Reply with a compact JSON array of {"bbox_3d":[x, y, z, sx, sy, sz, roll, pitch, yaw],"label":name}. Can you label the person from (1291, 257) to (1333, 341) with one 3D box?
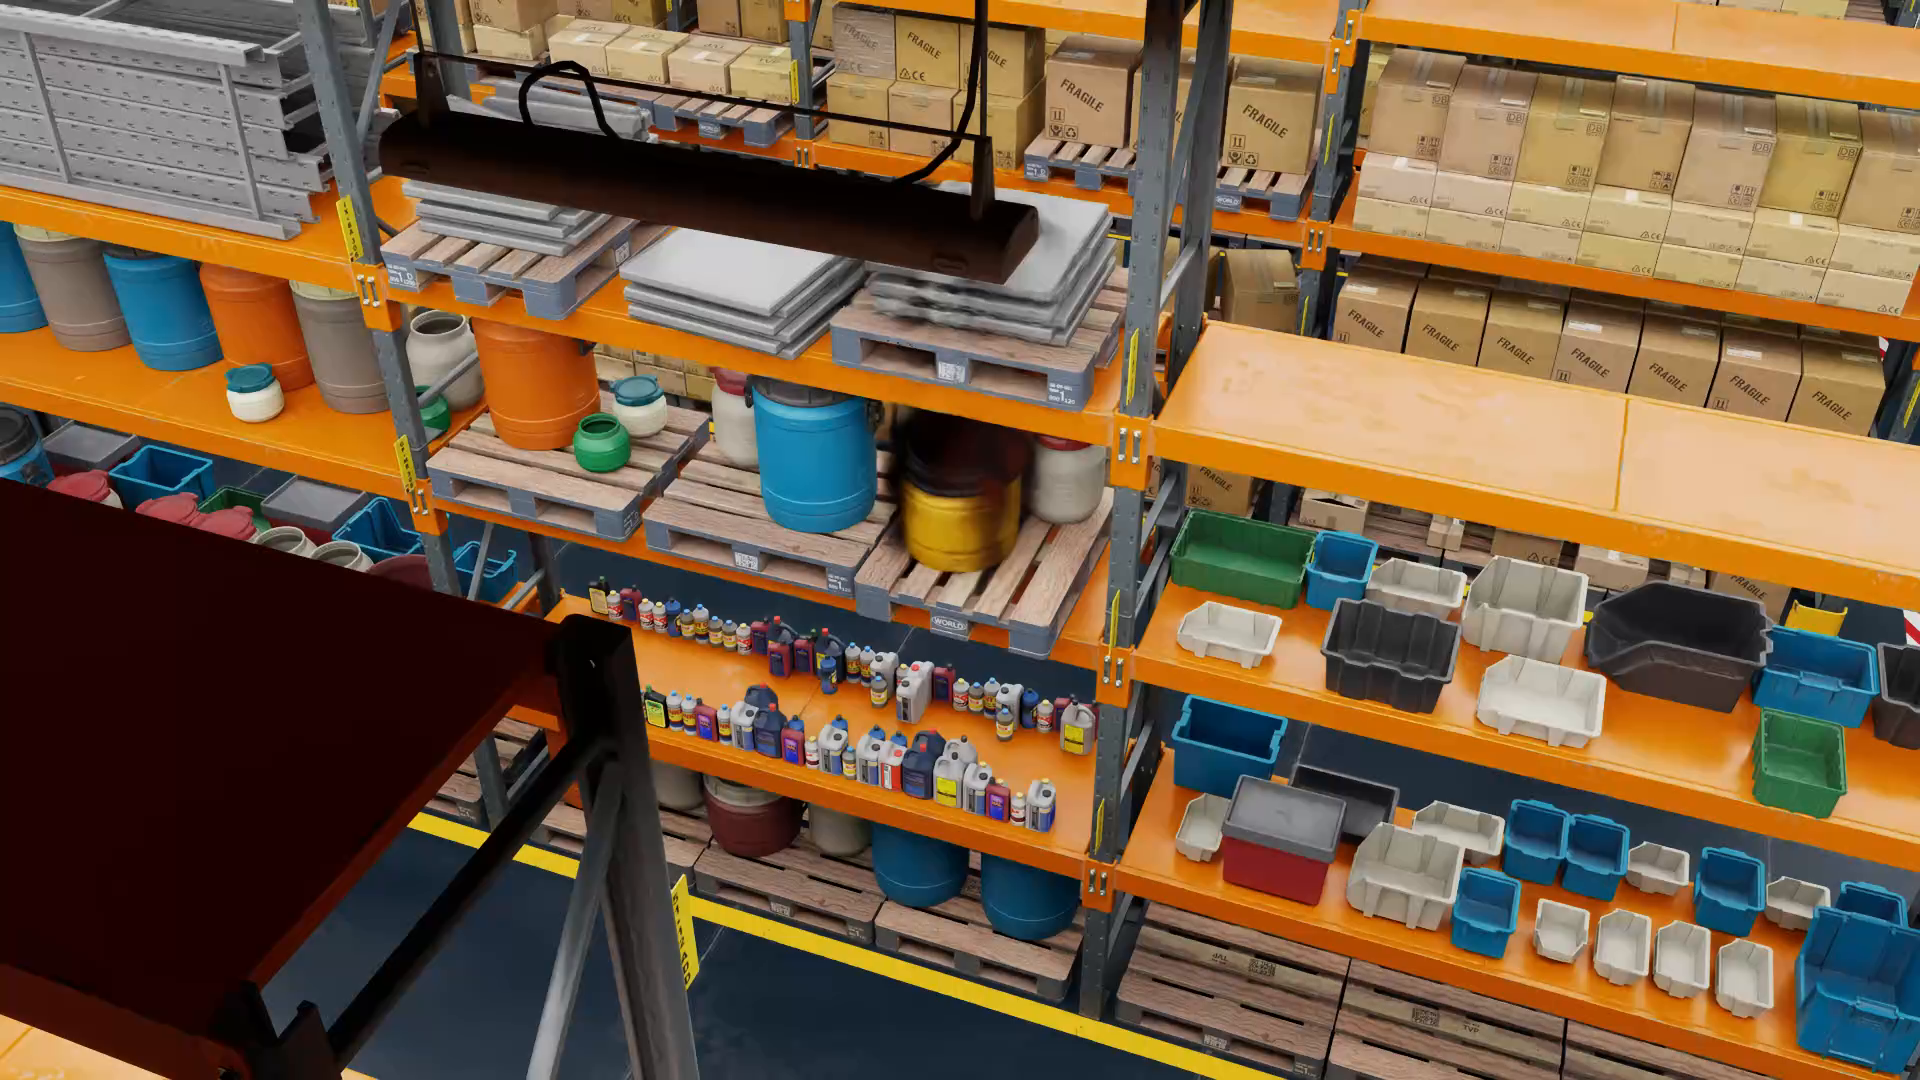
[{"bbox_3d":[3.082,-1.739,14.490,0.832,1.501,0.642,1,37,2],"label":"person"}]
